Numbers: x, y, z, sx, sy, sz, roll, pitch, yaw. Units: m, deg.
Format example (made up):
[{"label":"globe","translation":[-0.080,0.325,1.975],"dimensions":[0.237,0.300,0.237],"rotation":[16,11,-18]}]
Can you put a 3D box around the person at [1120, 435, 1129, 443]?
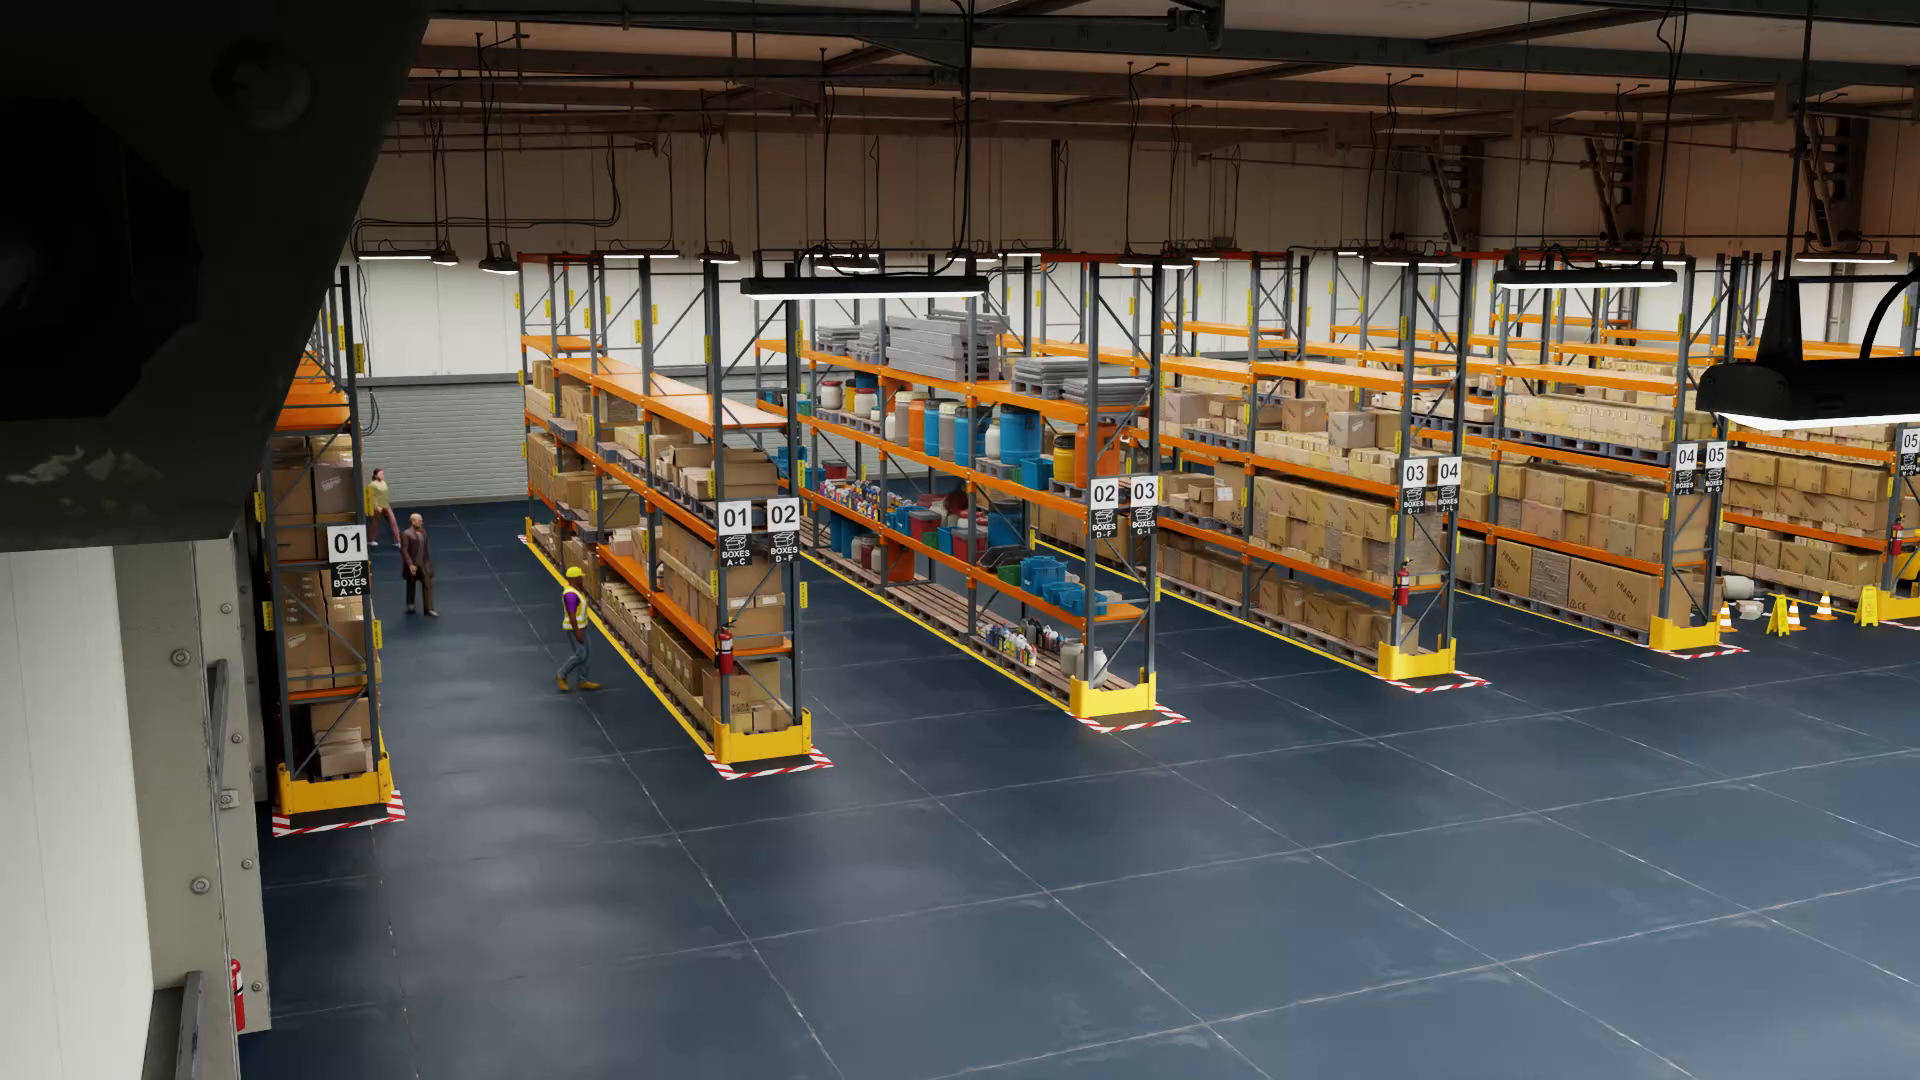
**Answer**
[{"label":"person","translation":[4.082,-1.990,41.091],"dimensions":[0.885,1.722,0.657],"rotation":[-6,12,-31]}]

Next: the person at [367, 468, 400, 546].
[{"label":"person","translation":[-11.814,-0.664,34.009],"dimensions":[0.956,1.621,0.496],"rotation":[7,13,35]}]

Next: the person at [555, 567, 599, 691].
[{"label":"person","translation":[-5.417,1.243,23.442],"dimensions":[0.602,1.767,0.611],"rotation":[1,10,7]}]

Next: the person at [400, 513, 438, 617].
[{"label":"person","translation":[-9.132,0.412,27.933],"dimensions":[0.537,1.730,1.119],"rotation":[-6,12,-29]}]
